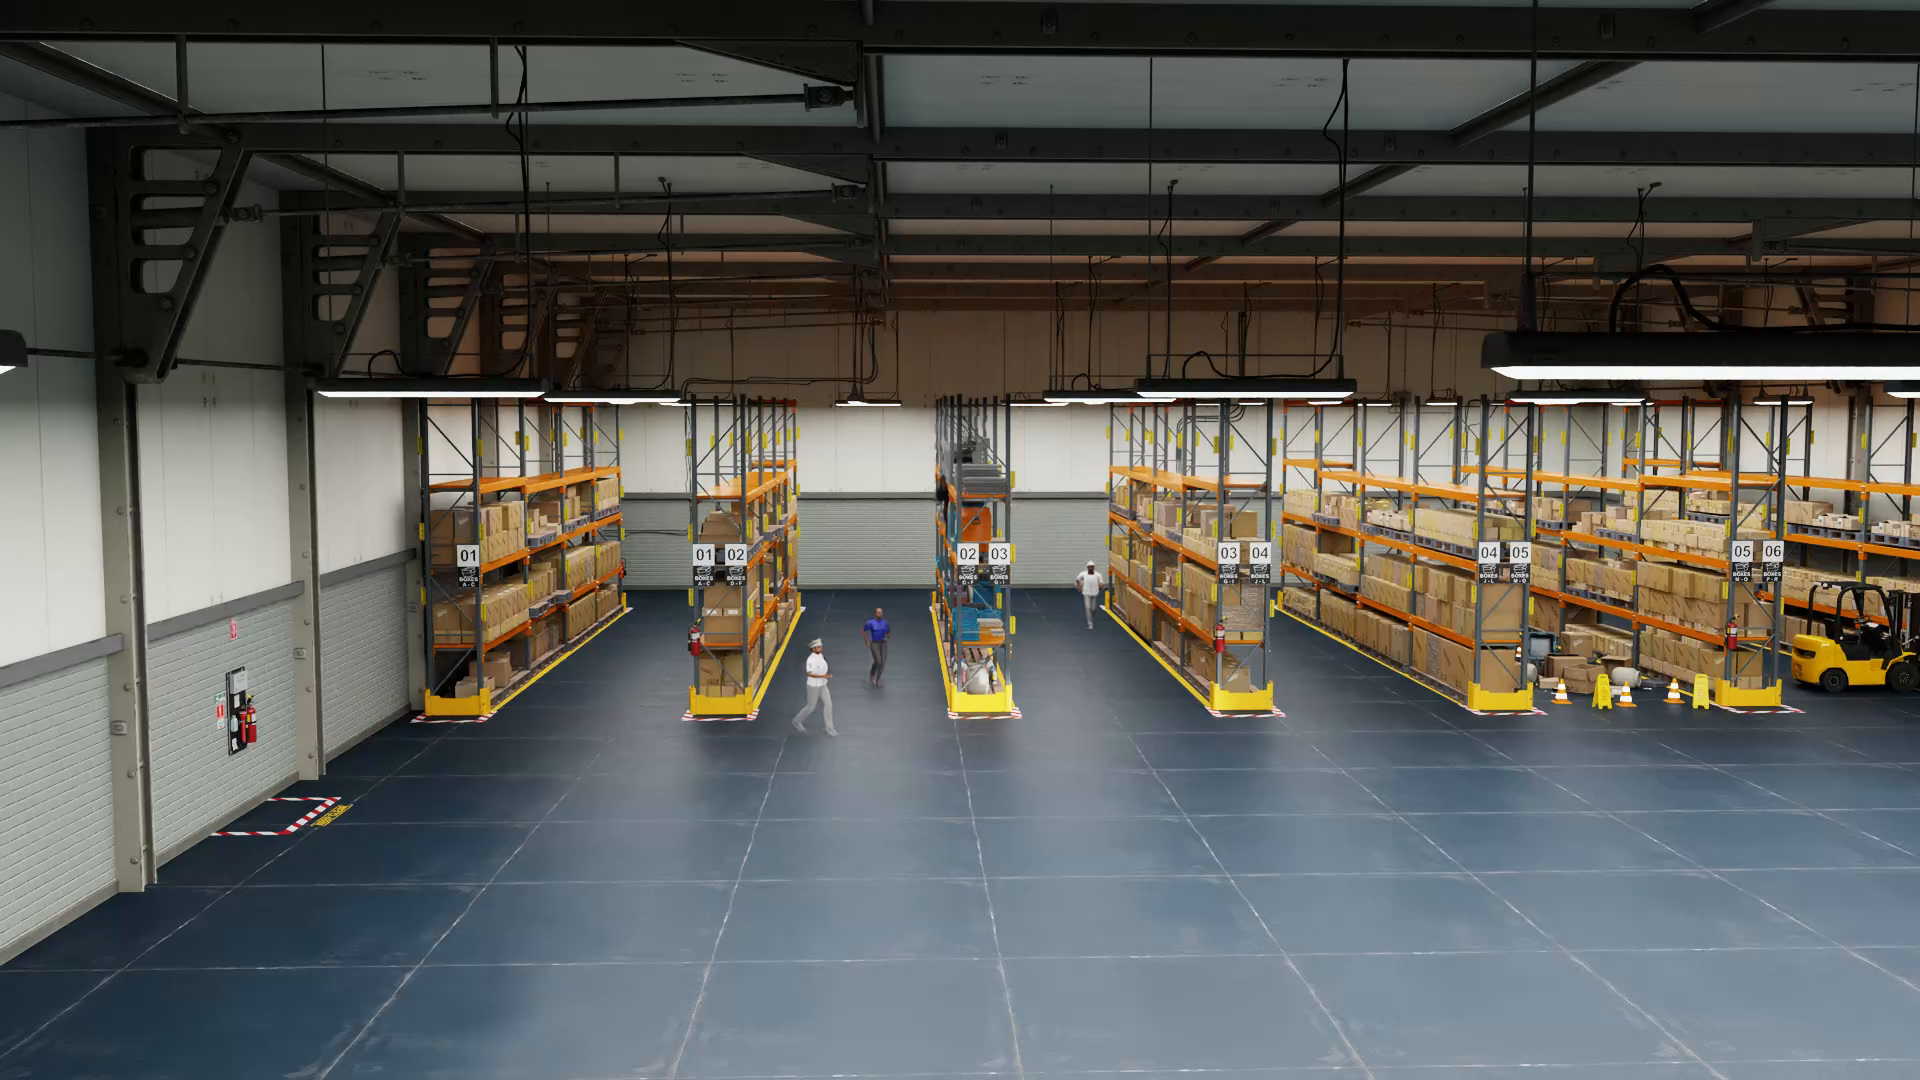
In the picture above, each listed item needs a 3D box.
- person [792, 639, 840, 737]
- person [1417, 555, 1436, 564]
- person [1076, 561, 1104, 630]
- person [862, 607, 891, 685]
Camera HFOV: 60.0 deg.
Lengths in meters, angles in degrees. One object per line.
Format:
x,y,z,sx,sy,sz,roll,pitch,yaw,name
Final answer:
-2.533,2.582,29.175,0.888,1.731,0.586,2,5,26,person
13.680,0.963,49.060,0.955,1.771,0.660,-1,5,-13,person
3.407,1.435,43.448,0.699,1.766,0.927,0,5,-3,person
-1.678,2.203,34.284,0.552,1.620,0.628,-2,5,-26,person
